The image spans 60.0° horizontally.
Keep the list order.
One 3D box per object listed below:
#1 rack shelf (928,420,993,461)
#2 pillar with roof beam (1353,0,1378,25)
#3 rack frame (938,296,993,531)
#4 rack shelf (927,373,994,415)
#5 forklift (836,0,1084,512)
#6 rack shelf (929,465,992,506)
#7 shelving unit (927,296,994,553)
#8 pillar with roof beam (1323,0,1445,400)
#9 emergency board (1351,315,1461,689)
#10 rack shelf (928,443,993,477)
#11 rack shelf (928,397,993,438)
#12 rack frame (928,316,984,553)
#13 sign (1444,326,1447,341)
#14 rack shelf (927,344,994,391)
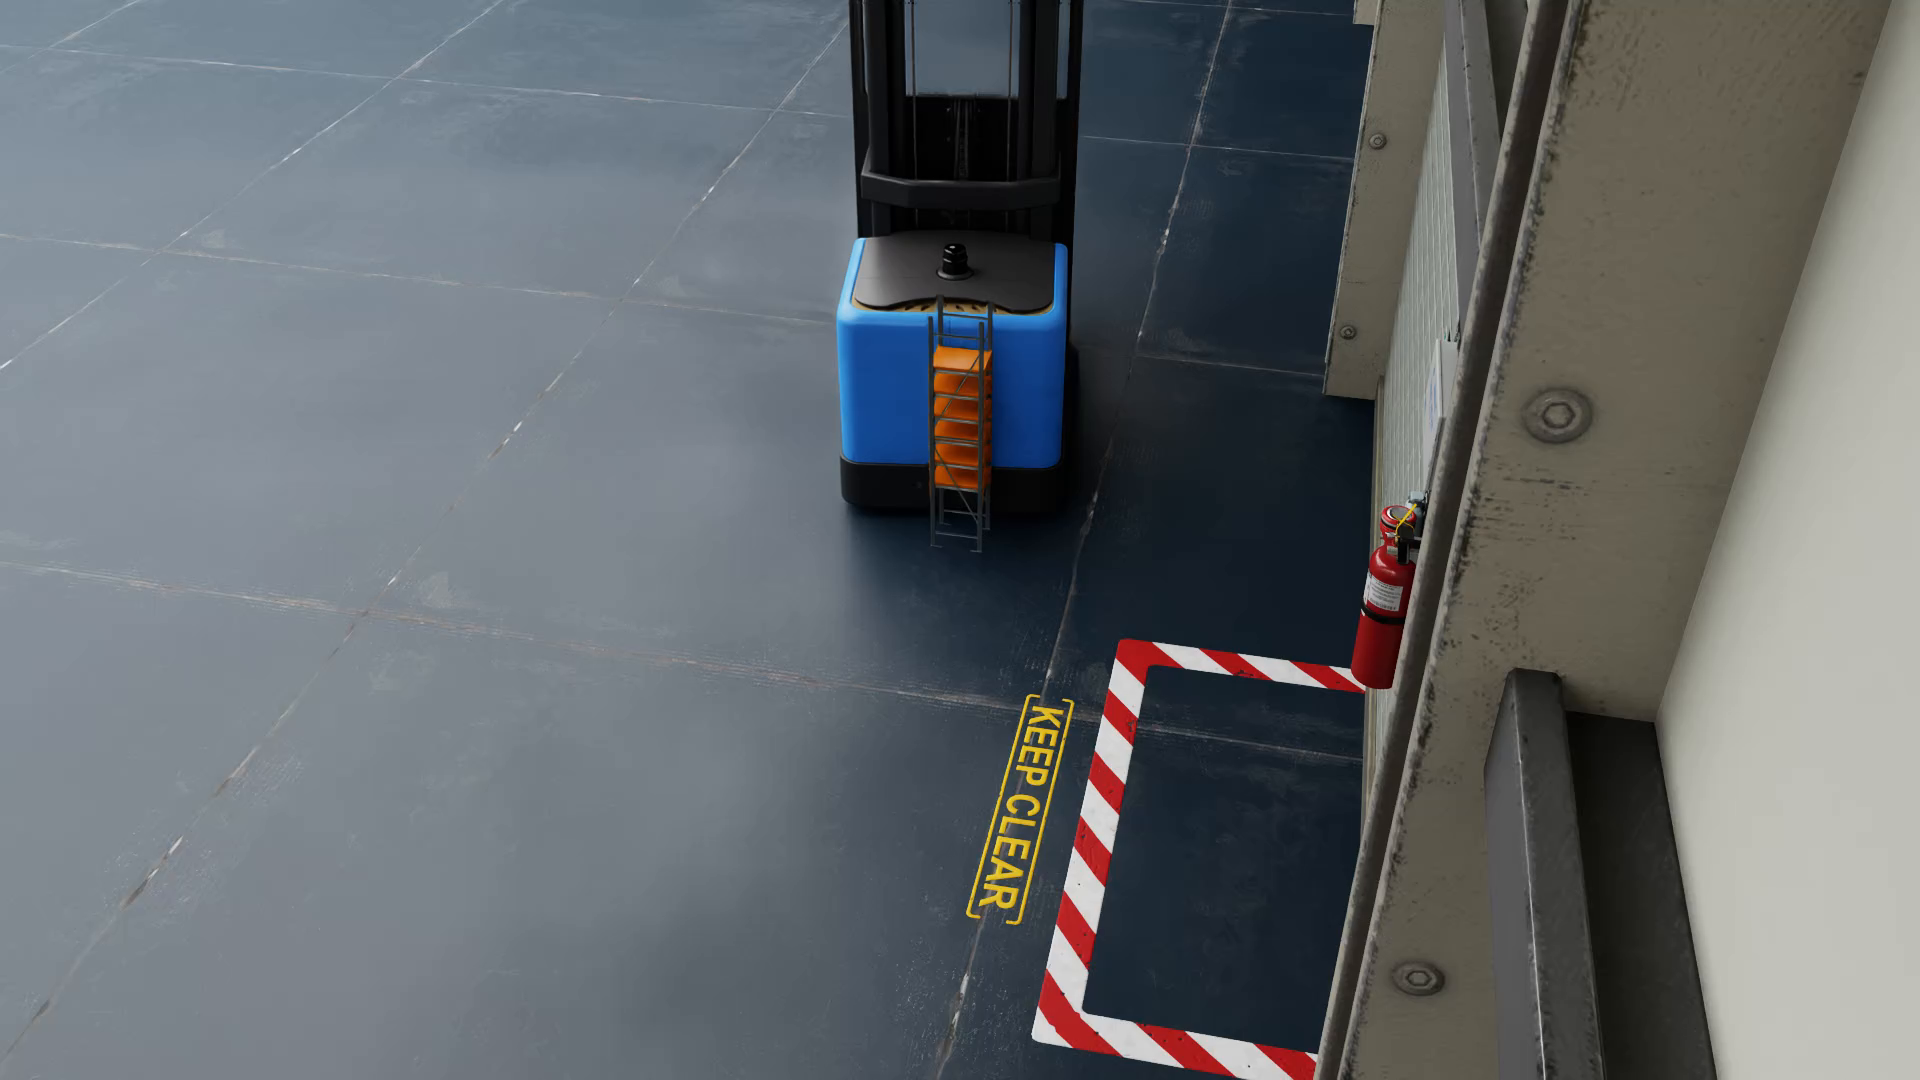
[{"bbox_3d":[0.003,-0.458,7.435,0.258,0.103,0.180,7,37,10],"label":"rack shelf"},{"bbox_3d":[-0.808,-8.491,11.797,9.100,9.000,0.400,7,37,10],"label":"pillar with roof beam"},{"bbox_3d":[0.023,-0.547,7.482,0.240,1.200,0.006,7,37,10],"label":"rack frame"},{"bbox_3d":[0.003,-0.652,7.295,0.258,0.103,0.180,7,37,10],"label":"rack shelf"},{"bbox_3d":[0.044,-2.159,8.232,1.130,2.935,3.031,2,36,3],"label":"forklift"},{"bbox_3d":[0.003,-0.264,7.576,0.258,0.103,0.180,7,37,10],"label":"rack shelf"},{"bbox_3d":[0.003,-0.494,7.409,0.258,1.200,0.189,7,37,10],"label":"shelving unit"},{"bbox_3d":[-2.090,-5.051,7.051,9.100,9.000,0.400,7,37,10],"label":"pillar with roof beam"},{"bbox_3d":[1.400,-0.054,5.269,0.194,1.169,0.643,7,37,10],"label":"emergency board"},{"bbox_3d":[0.003,-0.361,7.506,0.258,0.103,0.180,7,37,10],"label":"rack shelf"},{"bbox_3d":[0.003,-0.555,7.365,0.258,0.103,0.180,7,37,10],"label":"rack shelf"},{"bbox_3d":[-0.016,-0.442,7.337,0.240,1.200,0.006,7,37,10],"label":"rack frame"},{"bbox_3d":[1.609,-0.586,5.520,0.001,0.109,0.331,7,37,10],"label":"sign"},{"bbox_3d":[0.003,-0.750,7.224,0.258,0.103,0.180,7,37,10],"label":"rack shelf"}]
